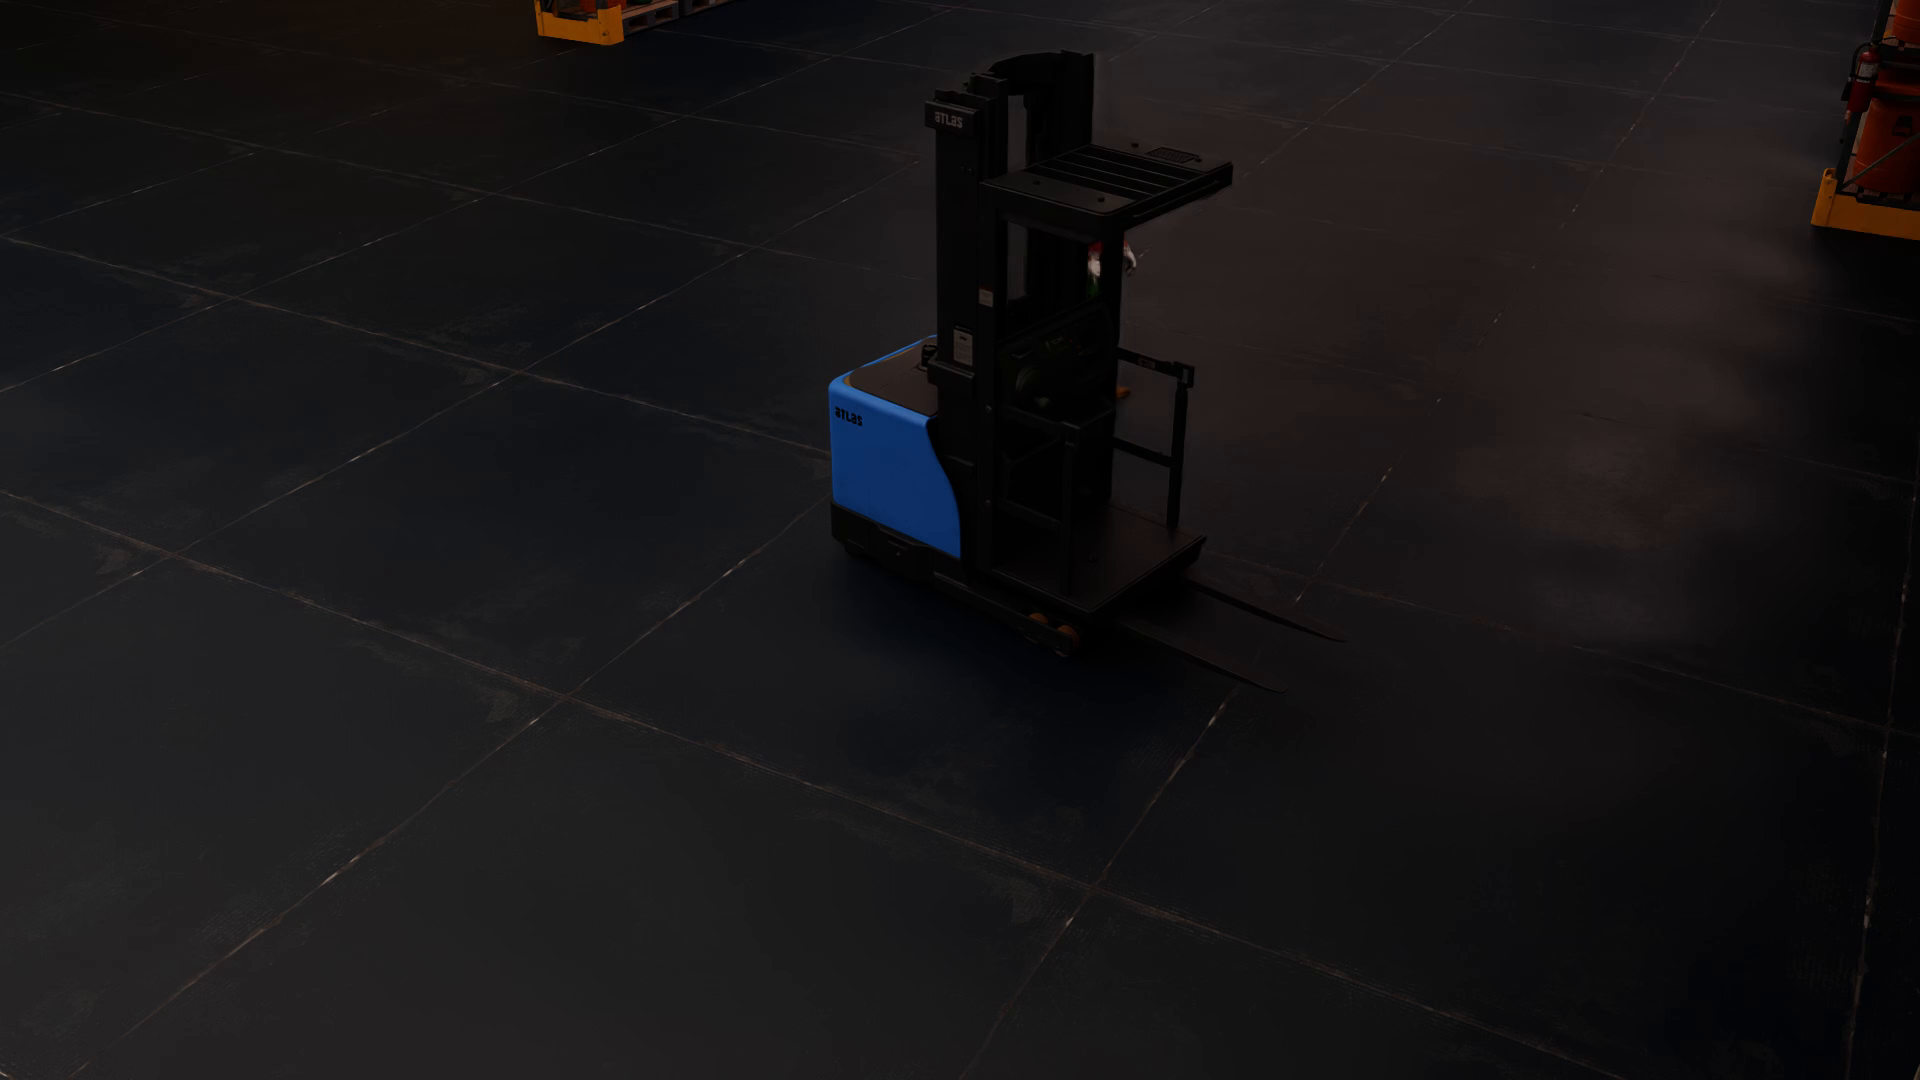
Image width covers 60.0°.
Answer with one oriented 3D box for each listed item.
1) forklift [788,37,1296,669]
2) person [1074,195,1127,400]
[{"bbox_3d":[0.433,-1.047,8.885,3.031,2.935,1.130,24,37,35],"label":"forklift"},{"bbox_3d":[0.993,-1.876,11.480,0.467,1.775,0.712,12,32,19],"label":"person"}]
